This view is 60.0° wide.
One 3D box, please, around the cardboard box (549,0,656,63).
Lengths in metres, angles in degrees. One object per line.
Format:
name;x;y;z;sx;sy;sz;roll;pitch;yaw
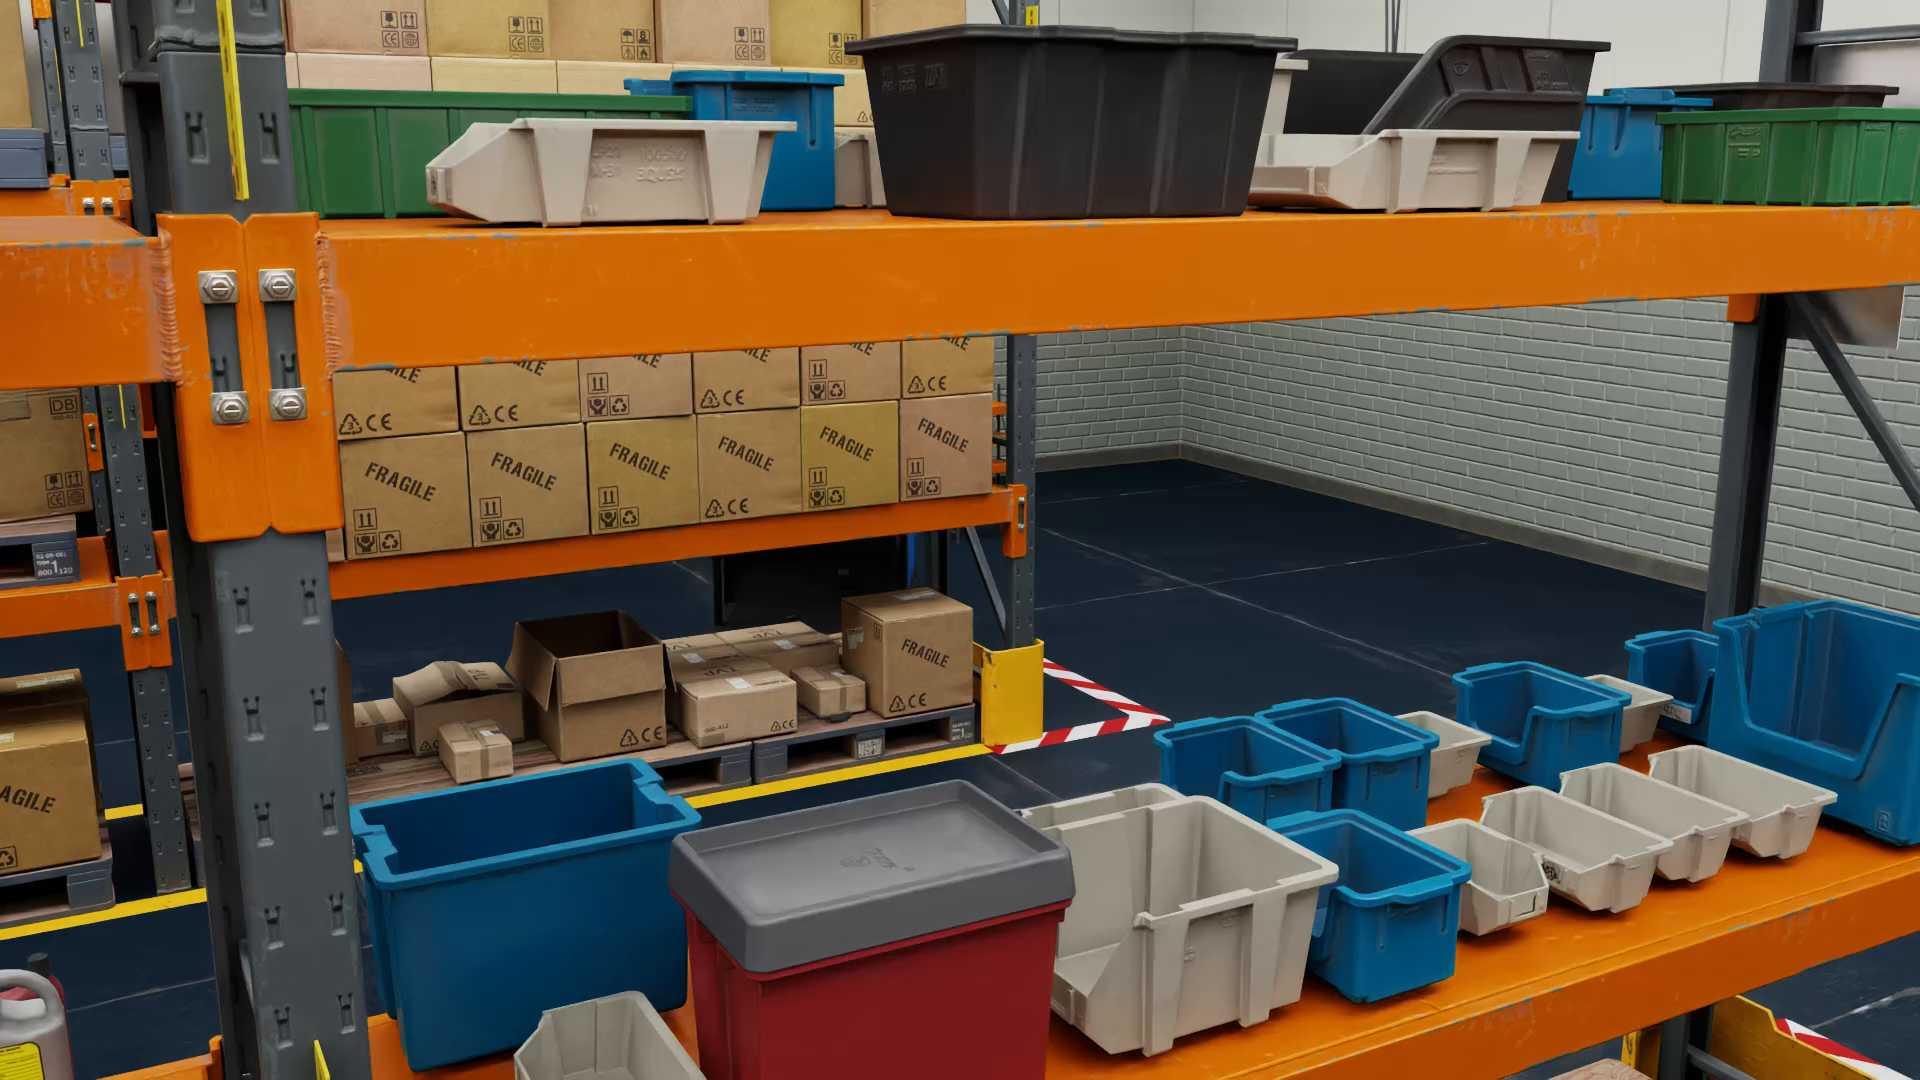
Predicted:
cardboard box;-1.706;-2.346;7.366;0.500;0.500;0.700;-7;14;-28

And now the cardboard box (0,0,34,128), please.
cardboard box;-3.900;-1.854;6.271;0.600;0.600;0.600;-8;15;-33

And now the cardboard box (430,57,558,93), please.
cardboard box;-1.995;-1.868;6.947;0.500;0.250;0.500;-7;14;-28

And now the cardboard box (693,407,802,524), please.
cardboard box;-1.069;-0.390;7.783;0.500;0.500;0.500;-7;14;-27

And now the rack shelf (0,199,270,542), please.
rack shelf;-2.808;-0.074;1.412;4.000;0.370;1.077;-7;14;-28

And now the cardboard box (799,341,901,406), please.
cardboard box;-0.614;-0.931;7.910;0.500;0.500;0.500;-6;14;-26

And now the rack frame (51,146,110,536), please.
rack frame;-5.800;-1.081;11.081;0.127;3.000;1.000;-7;14;-28

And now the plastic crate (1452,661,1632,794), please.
plastic crate;1.506;0.492;4.338;0.300;0.233;0.416;-7;14;-28

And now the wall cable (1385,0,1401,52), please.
wall cable;2.847;-3.440;14.971;0.112;2.526;3.097;-7;14;-28

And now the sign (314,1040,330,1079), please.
sign;-0.791;0.799;2.095;0.005;0.325;0.100;-7;14;-28

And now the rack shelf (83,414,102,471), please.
rack shelf;-7.555;-0.520;10.225;4.000;0.370;1.077;-7;14;-28

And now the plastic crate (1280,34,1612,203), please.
plastic crate;0.985;-0.918;3.666;0.767;0.338;0.504;-7;14;-28

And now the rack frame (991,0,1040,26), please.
rack frame;0.088;-3.474;8.052;0.127;3.000;1.000;-7;14;-28

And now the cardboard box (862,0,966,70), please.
cardboard box;-0.355;-2.490;8.007;0.500;0.500;0.700;-7;14;-28

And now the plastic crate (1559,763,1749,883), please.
plastic crate;1.568;0.655;3.830;0.243;0.136;0.396;-7;14;-28

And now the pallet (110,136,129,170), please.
pallet;-5.077;-2.585;11.135;1.213;0.211;1.003;-7;14;-28

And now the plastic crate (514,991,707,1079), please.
plastic crate;-0.576;0.906;2.715;0.243;0.136;0.396;-7;14;-28

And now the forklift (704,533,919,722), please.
forklift;-0.857;-0.659;9.362;1.130;2.935;3.031;0;13;2

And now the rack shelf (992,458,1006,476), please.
rack shelf;0.145;-0.537;13.070;0.480;0.148;0.258;-7;14;-28

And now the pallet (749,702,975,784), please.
pallet;-0.678;0.905;8.608;1.213;0.211;1.003;-7;14;-28

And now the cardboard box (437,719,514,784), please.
cardboard box;-2.196;0.945;7.528;0.250;0.166;0.380;-7;14;-28

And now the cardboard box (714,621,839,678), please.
cardboard box;-0.964;0.634;8.719;0.500;0.250;0.500;-7;14;-28

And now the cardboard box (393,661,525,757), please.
cardboard box;-2.401;0.777;7.948;0.500;0.311;0.500;-7;14;-28

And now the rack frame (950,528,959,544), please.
rack frame;-0.069;-0.577;12.941;0.015;1.200;0.240;-7;14;-28

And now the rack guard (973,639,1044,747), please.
rack guard;0.021;0.680;8.950;0.348;0.500;1.175;-7;14;-28

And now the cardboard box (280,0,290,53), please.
cardboard box;-3.014;-2.185;6.651;0.500;0.500;0.700;-7;14;-28

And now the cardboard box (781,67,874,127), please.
cardboard box;-0.680;-2.026;7.651;0.500;0.250;0.500;-7;14;-28

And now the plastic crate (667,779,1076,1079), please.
plastic crate;-0.149;0.722;2.787;0.583;0.464;0.402;-7;14;-28

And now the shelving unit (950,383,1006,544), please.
shelving unit;0.145;-0.603;13.055;0.503;1.200;0.258;-7;14;-28

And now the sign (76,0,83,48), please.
sign;-3.154;-1.928;5.938;0.005;0.325;0.100;-7;14;-28

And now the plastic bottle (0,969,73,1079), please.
plastic bottle;-1.553;0.831;2.697;0.185;0.351;0.144;-7;14;-28

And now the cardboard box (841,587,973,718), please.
cardboard box;-0.271;0.562;8.472;0.500;0.500;0.500;-7;14;-28

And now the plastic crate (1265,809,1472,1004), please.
plastic crate;0.778;0.725;3.300;0.300;0.233;0.416;-7;14;-28

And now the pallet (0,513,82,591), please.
pallet;-4.177;0.030;6.582;1.213;0.211;1.003;-7;14;-28

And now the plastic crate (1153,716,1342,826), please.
plastic crate;0.664;0.592;3.890;0.300;0.233;0.416;-7;14;-28

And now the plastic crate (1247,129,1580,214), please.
plastic crate;0.763;-0.662;2.989;0.530;0.136;0.437;-7;14;-28

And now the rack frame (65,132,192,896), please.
rack frame;-3.423;-0.127;6.841;0.127;3.000;1.000;-7;14;-28

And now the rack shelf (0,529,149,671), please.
rack shelf;-5.178;0.435;5.985;4.000;0.370;1.077;-7;14;-28

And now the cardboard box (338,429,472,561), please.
cardboard box;-2.397;-0.231;7.077;0.500;0.500;0.500;-7;14;-27

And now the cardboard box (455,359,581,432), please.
cardboard box;-1.971;-0.767;7.181;0.500;0.500;0.500;-7;15;-30

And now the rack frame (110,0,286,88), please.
rack frame;-1.053;-2.099;1.939;0.127;3.000;1.000;-7;14;-28

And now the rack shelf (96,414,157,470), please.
rack shelf;-4.044;-0.941;12.095;4.000;0.370;1.077;-7;14;-28

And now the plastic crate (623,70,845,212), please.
plastic crate;-0.407;-0.711;2.986;0.300;0.233;0.416;-7;14;-28
